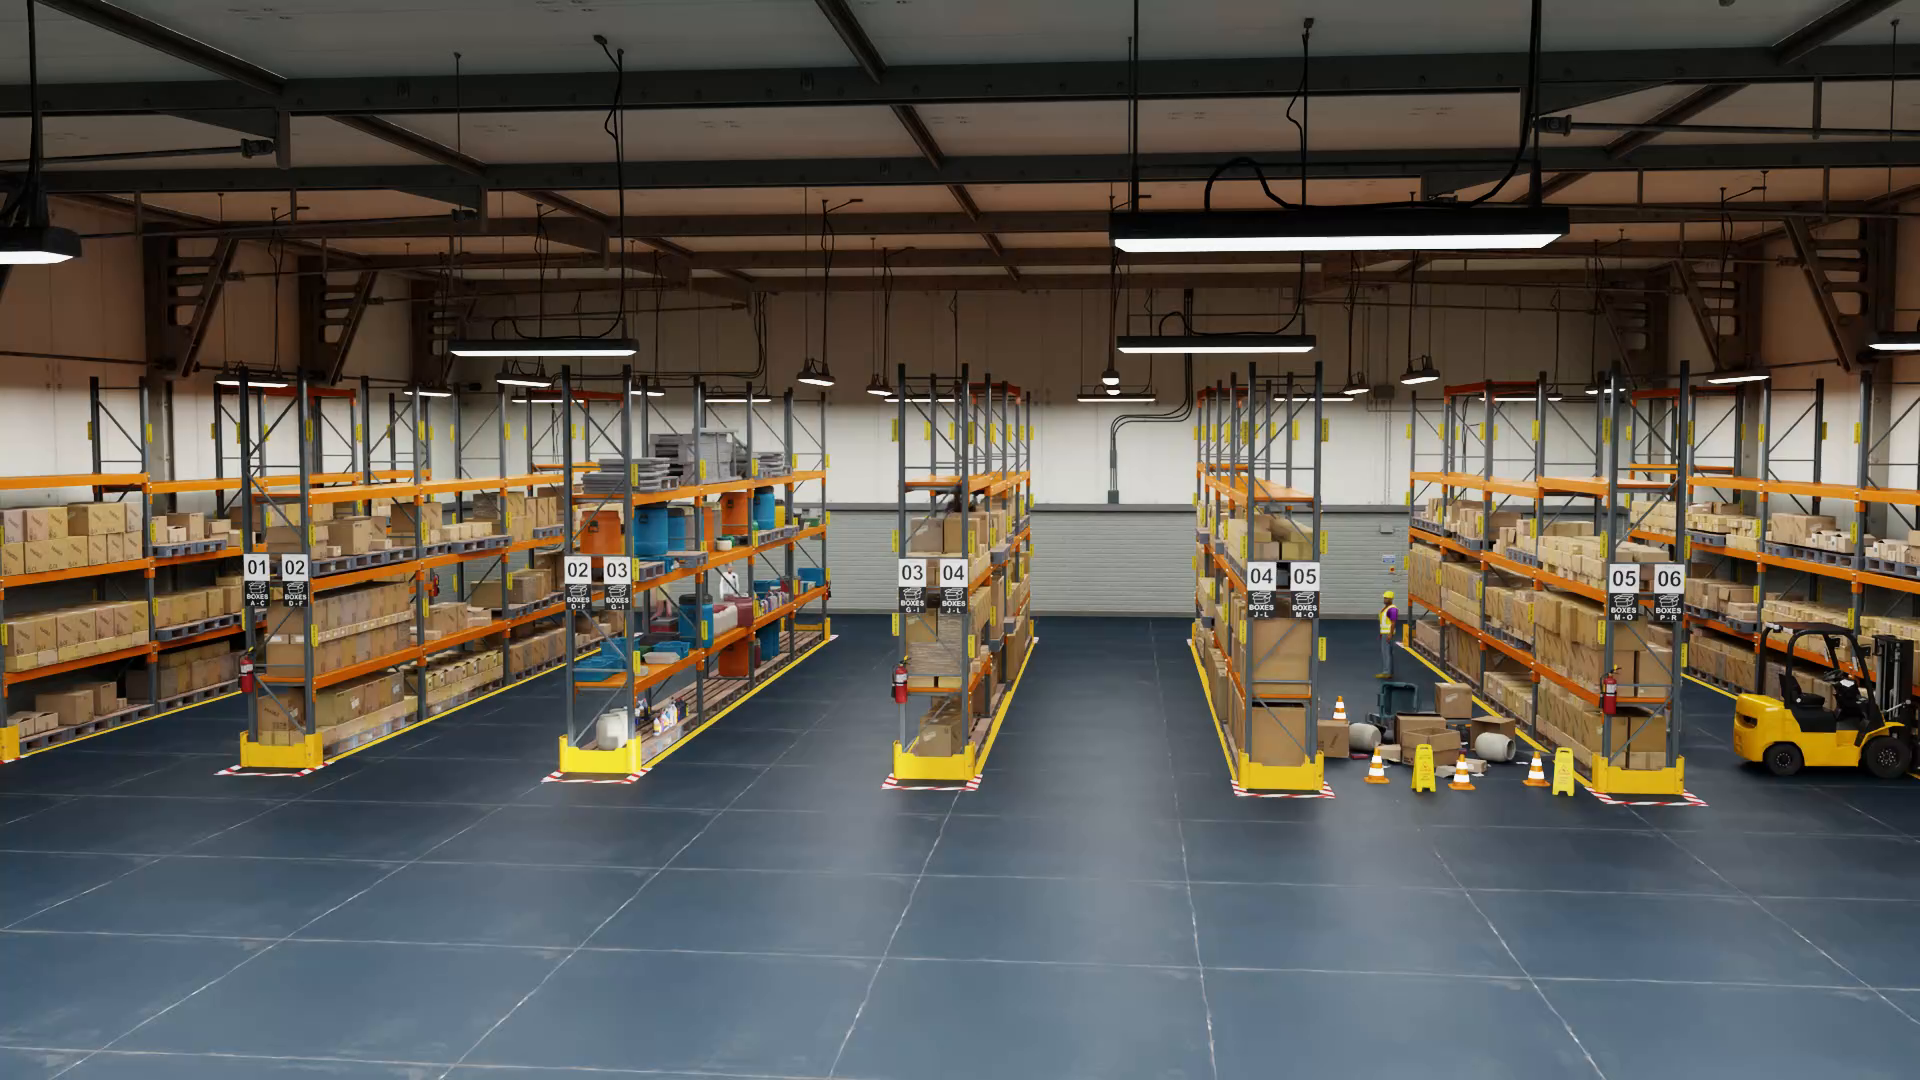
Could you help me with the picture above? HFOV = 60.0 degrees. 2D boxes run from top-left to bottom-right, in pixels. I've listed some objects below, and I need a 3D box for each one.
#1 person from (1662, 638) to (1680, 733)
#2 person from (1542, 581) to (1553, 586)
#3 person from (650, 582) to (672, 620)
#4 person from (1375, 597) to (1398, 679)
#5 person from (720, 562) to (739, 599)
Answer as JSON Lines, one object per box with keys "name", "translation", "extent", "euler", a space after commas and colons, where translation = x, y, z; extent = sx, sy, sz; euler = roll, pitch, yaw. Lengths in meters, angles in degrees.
{"name": "person", "translation": [11.821, 2.482, 27.771], "extent": [0.381, 1.491, 0.522], "euler": [4, 5, 44]}
{"name": "person", "translation": [14.118, 1.539, 40.096], "extent": [0.807, 1.755, 0.614], "euler": [0, 4, 3]}
{"name": "person", "translation": [-7.490, 1.495, 41.700], "extent": [0.478, 1.648, 0.713], "euler": [-3, 5, -43]}
{"name": "person", "translation": [8.770, 1.955, 34.152], "extent": [0.446, 1.731, 0.632], "euler": [1, 4, 17]}
{"name": "person", "translation": [-5.996, 1.390, 43.133], "extent": [0.478, 1.625, 1.004], "euler": [0, 4, 1]}
